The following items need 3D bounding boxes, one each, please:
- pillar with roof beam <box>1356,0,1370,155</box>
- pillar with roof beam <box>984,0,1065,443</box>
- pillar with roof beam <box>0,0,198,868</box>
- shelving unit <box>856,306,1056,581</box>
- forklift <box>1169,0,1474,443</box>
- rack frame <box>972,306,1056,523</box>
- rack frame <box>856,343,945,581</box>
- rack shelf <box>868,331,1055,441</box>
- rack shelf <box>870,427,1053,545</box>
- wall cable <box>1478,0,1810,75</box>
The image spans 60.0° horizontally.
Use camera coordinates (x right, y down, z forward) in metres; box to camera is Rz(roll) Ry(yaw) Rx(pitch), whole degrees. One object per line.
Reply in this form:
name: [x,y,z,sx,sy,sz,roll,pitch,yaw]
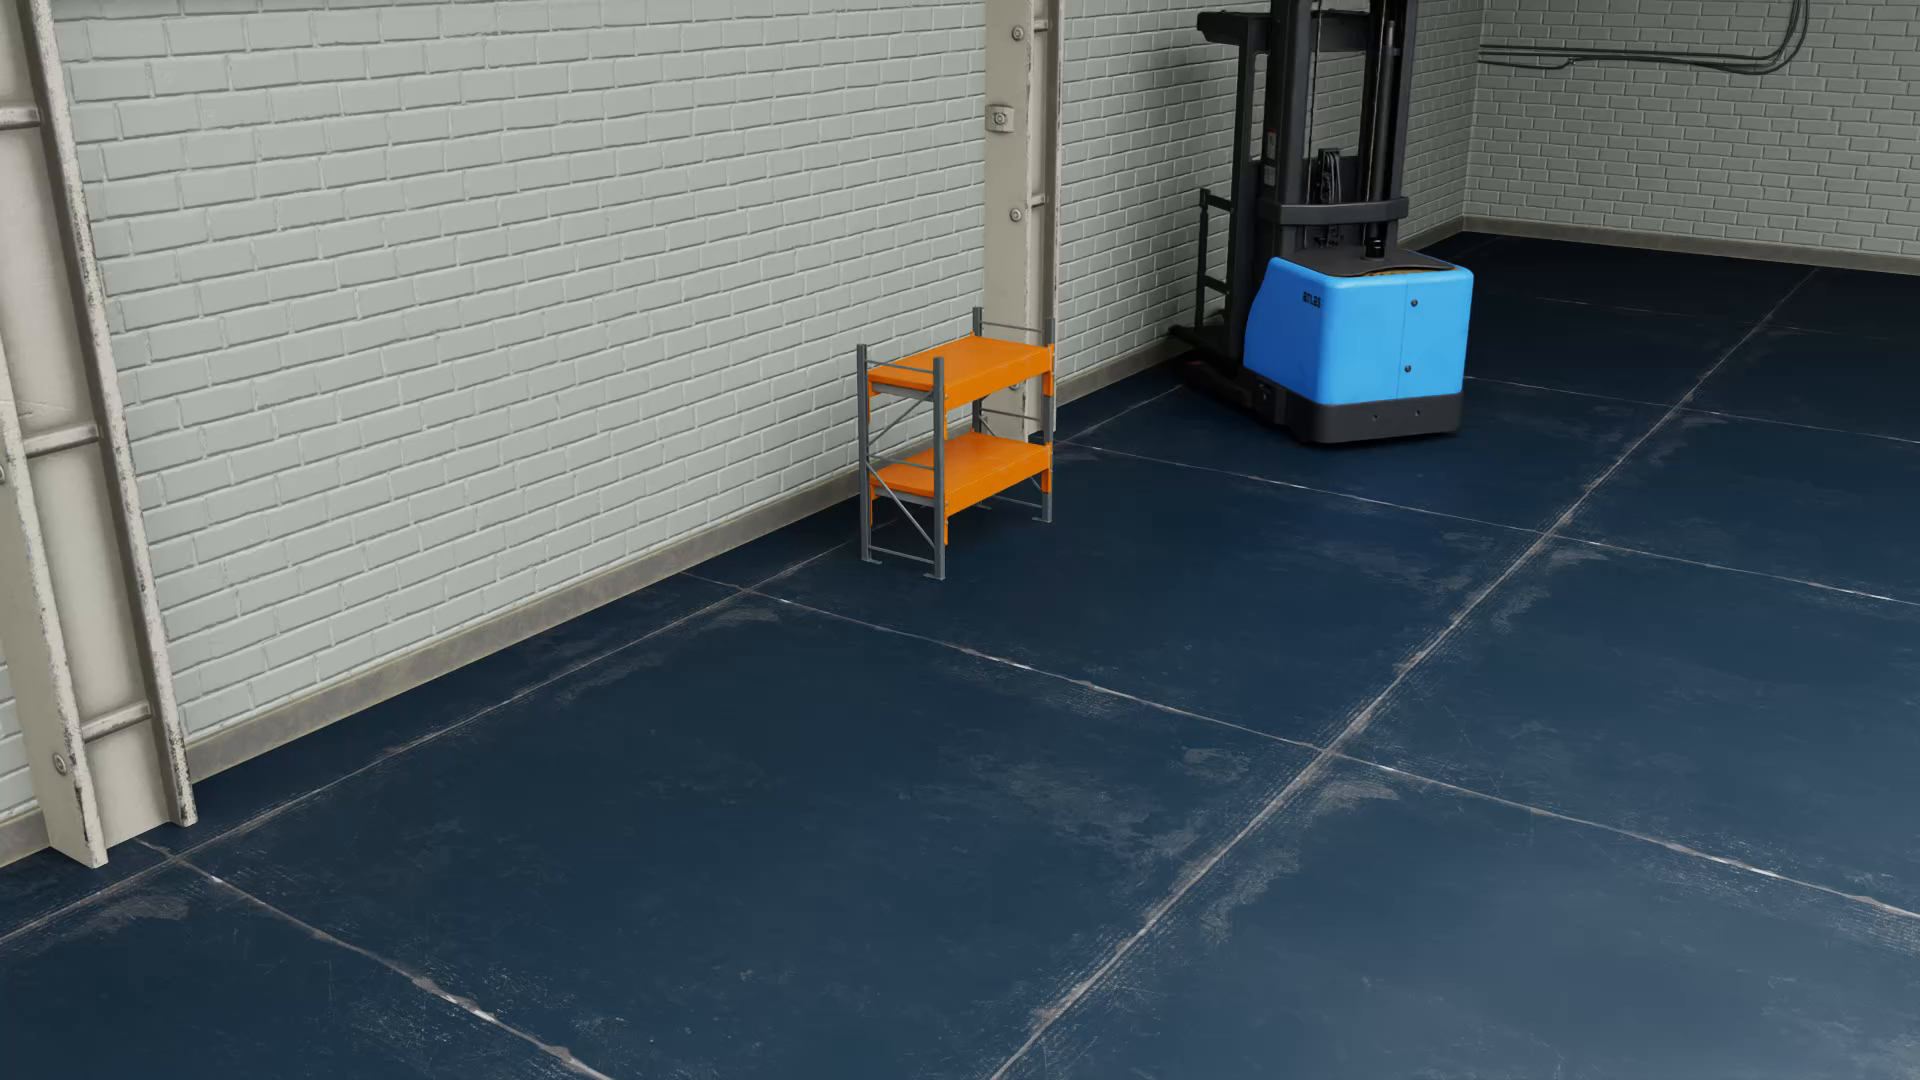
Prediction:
pillar with roof beam: [7.314,-5.781,11.423,9.100,9.000,0.400,13,24,32]
pillar with roof beam: [3.941,-4.060,6.769,9.100,9.000,0.400,13,24,32]
pillar with roof beam: [0.568,-2.338,2.115,9.100,9.000,0.400,13,24,32]
shelving unit: [-0.004,-0.526,8.565,0.538,1.125,1.048,13,24,32]
forklift: [2.218,-2.443,11.144,1.130,2.935,3.031,-6,21,-17]
rack frame: [0.282,-0.671,8.959,0.500,1.125,0.032,13,24,32]
rack frame: [-0.290,-0.380,8.170,0.500,1.125,0.032,13,24,32]
rack shelf: [-0.004,-0.800,8.463,0.538,0.278,1.000,13,24,32]
rack shelf: [-0.004,-0.296,8.649,0.538,0.278,1.000,13,24,32]
wall cable: [6.503,-5.752,15.819,3.097,2.526,0.112,13,24,32]
